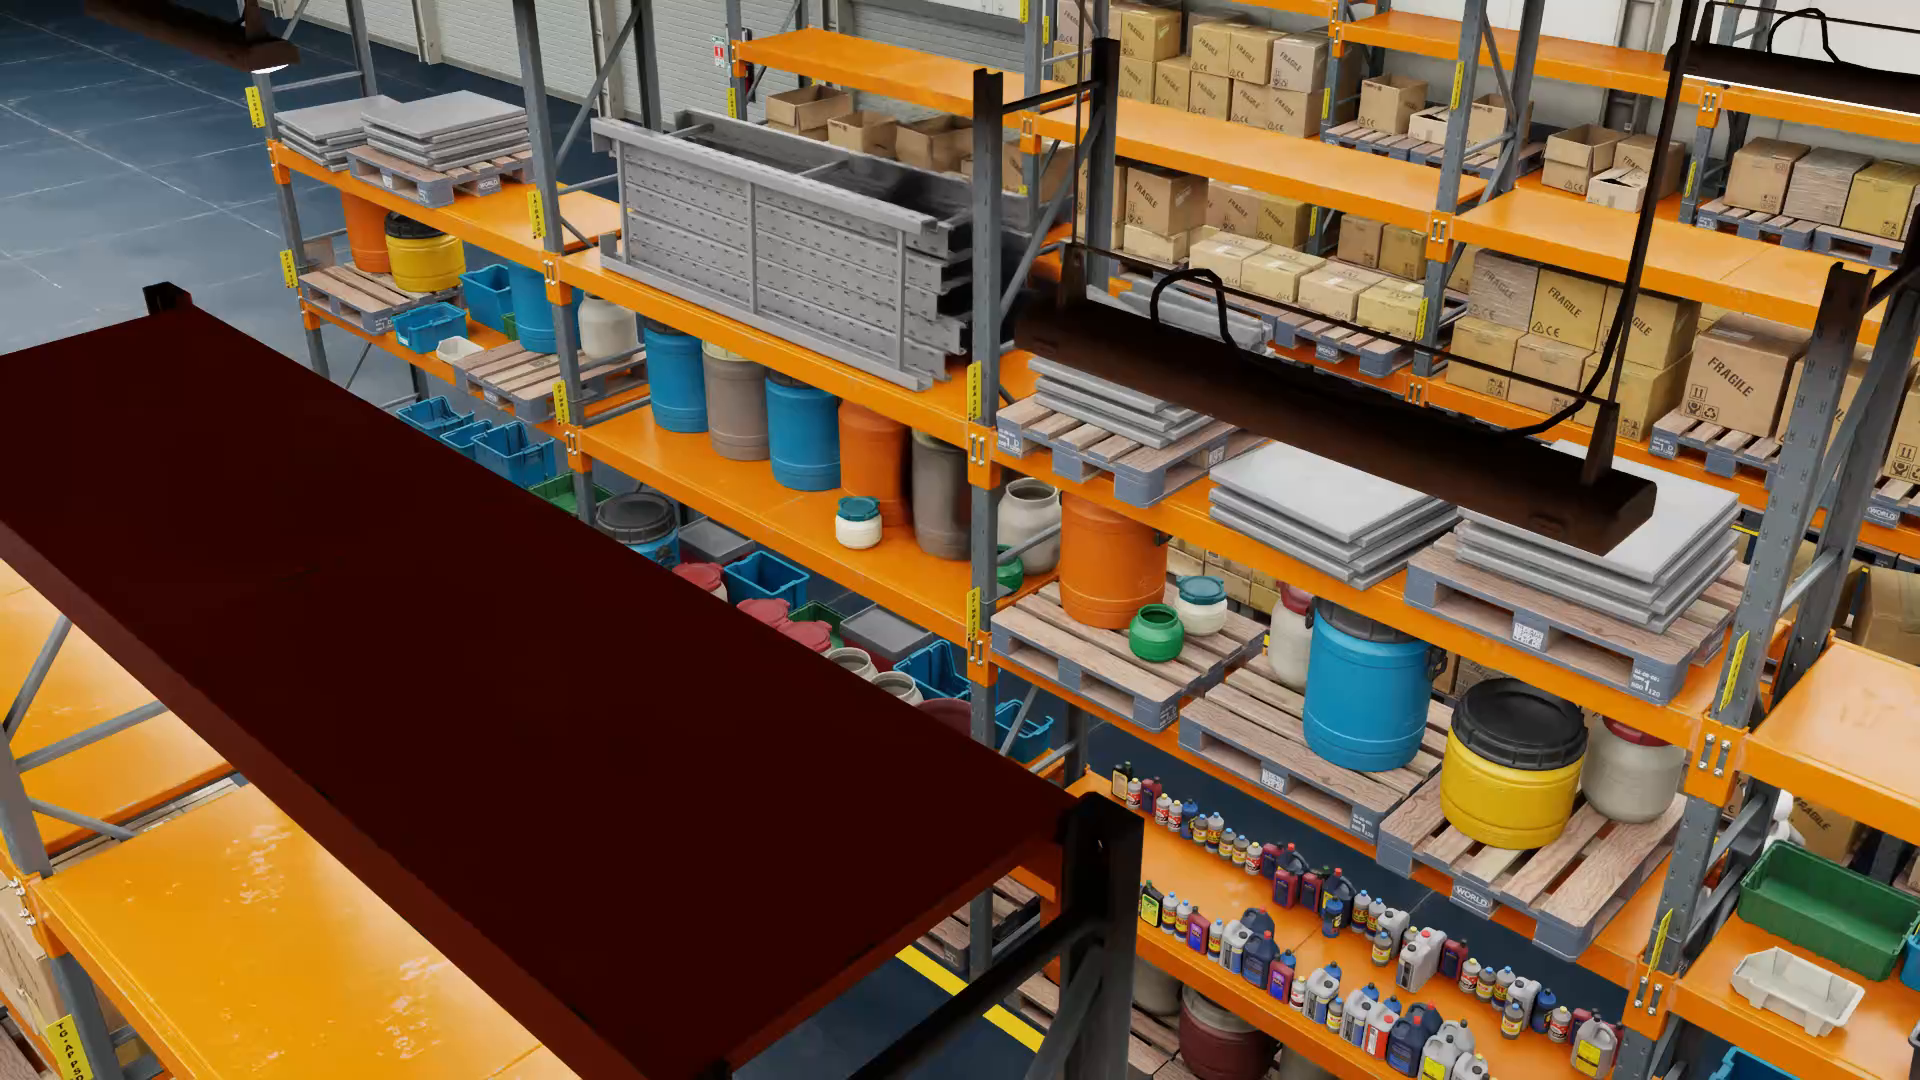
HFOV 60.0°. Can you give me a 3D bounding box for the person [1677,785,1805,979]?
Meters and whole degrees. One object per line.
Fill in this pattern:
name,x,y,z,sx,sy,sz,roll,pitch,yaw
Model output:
person,4.871,2.259,10.432,0.759,1.834,0.624,16,33,26
